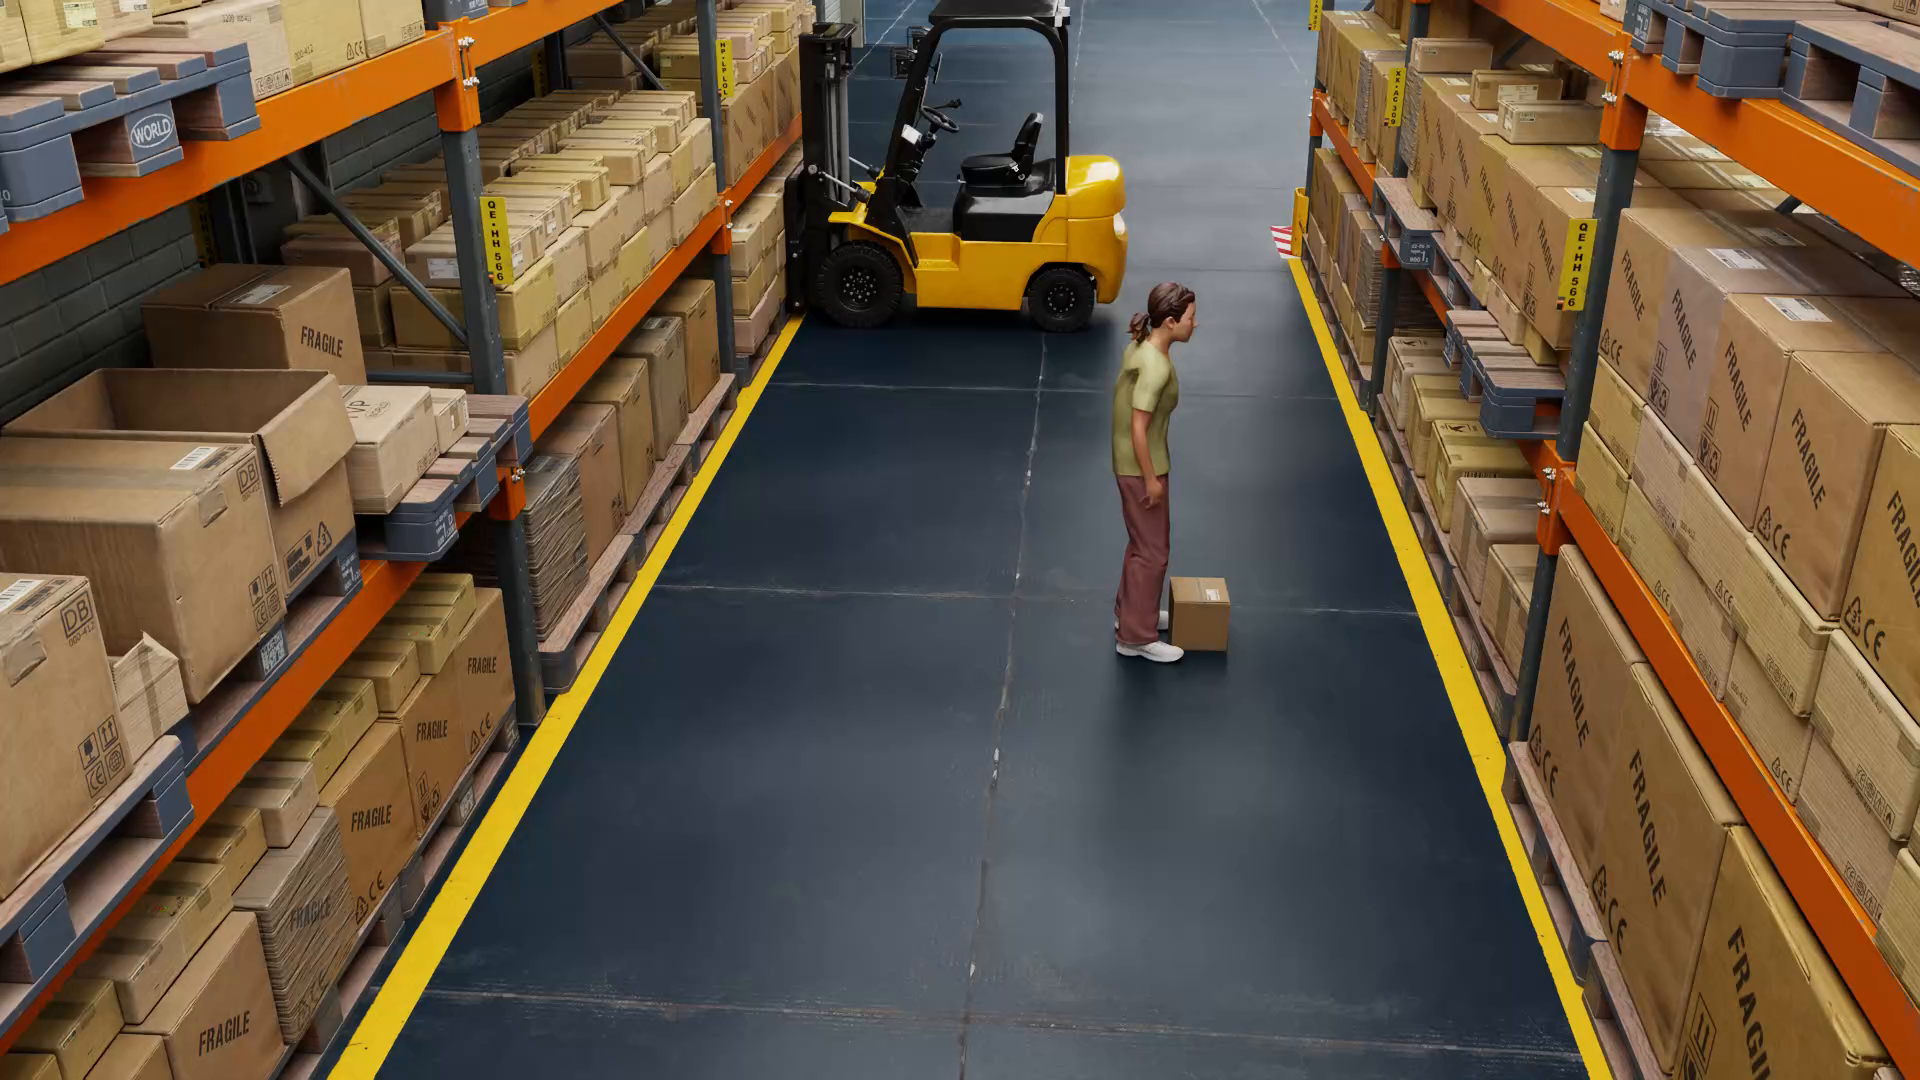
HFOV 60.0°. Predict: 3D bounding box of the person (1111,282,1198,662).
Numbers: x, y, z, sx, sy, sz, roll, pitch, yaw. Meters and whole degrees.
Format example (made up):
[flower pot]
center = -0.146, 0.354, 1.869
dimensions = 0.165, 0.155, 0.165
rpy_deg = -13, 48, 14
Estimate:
[person]
center = 0.838, -0.312, 7.286
dimensions = 0.359, 1.673, 0.498
rpy_deg = 2, 25, 4
